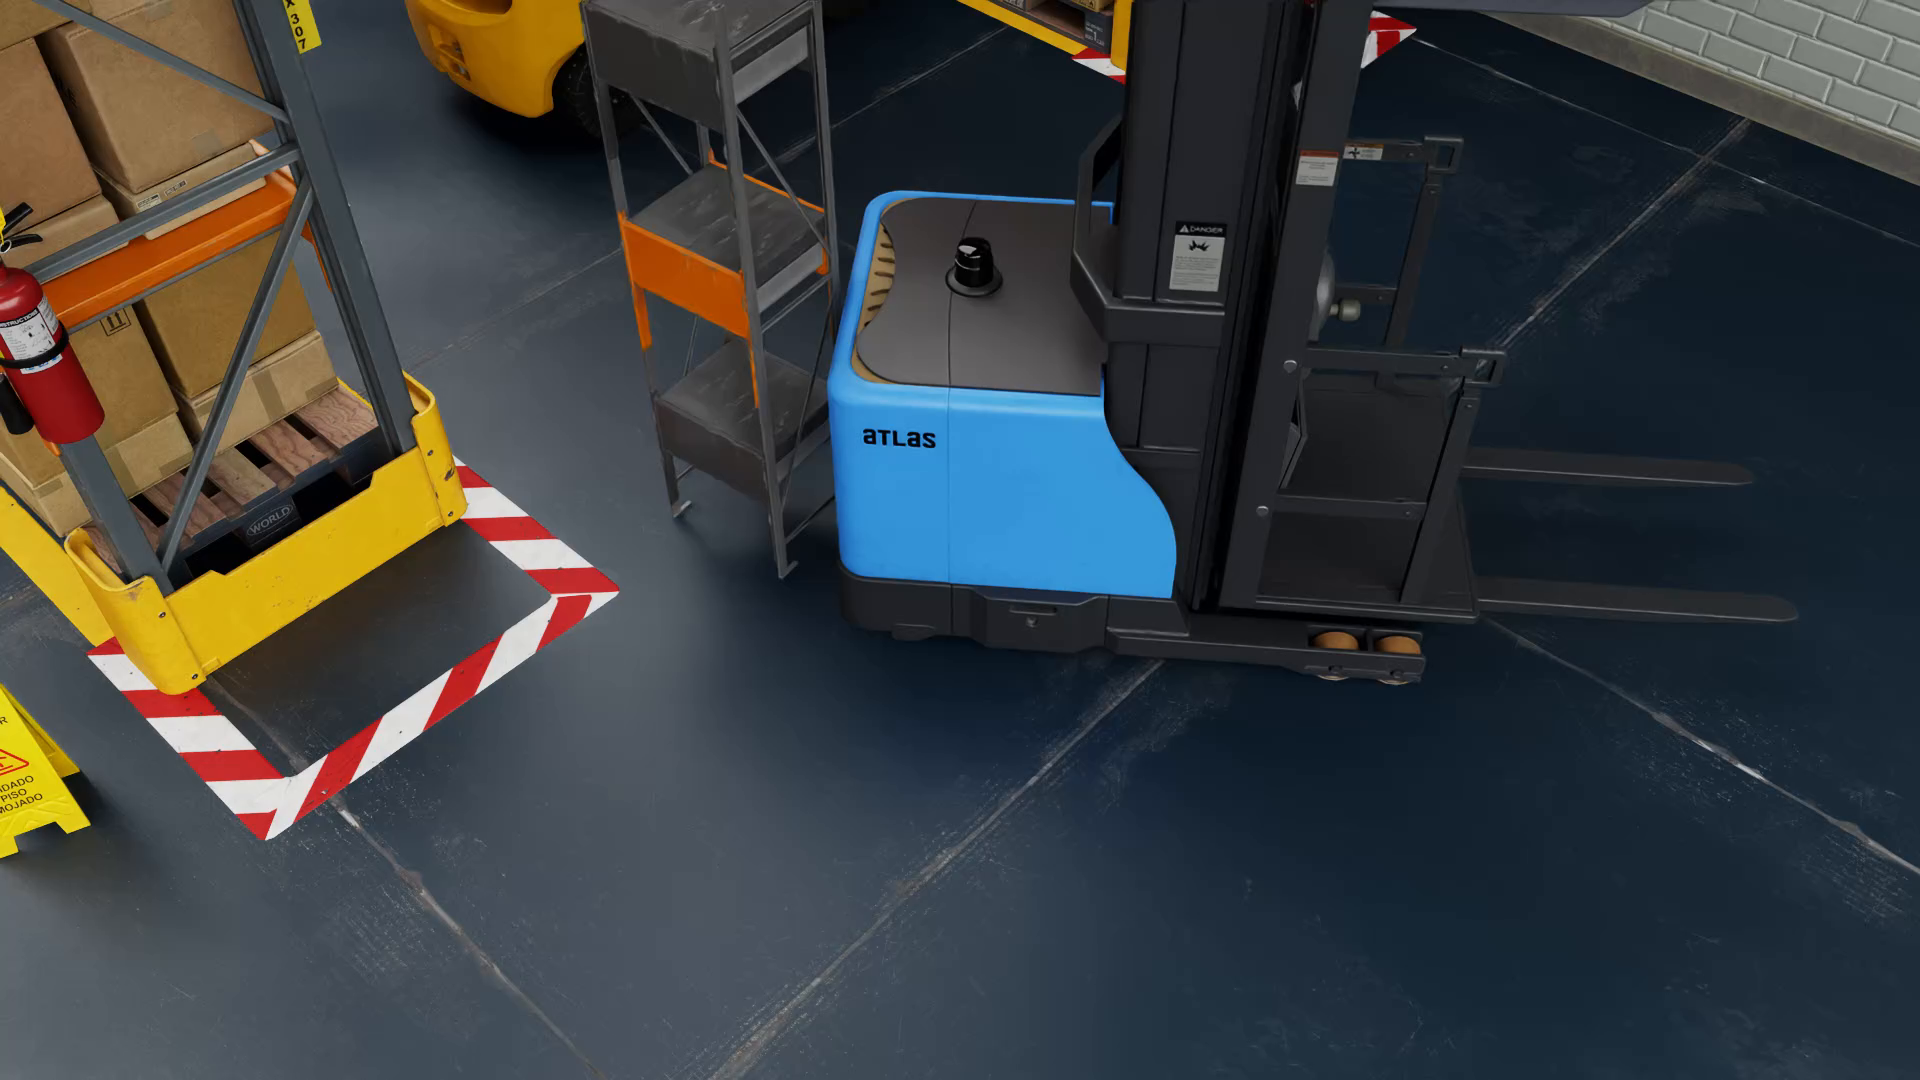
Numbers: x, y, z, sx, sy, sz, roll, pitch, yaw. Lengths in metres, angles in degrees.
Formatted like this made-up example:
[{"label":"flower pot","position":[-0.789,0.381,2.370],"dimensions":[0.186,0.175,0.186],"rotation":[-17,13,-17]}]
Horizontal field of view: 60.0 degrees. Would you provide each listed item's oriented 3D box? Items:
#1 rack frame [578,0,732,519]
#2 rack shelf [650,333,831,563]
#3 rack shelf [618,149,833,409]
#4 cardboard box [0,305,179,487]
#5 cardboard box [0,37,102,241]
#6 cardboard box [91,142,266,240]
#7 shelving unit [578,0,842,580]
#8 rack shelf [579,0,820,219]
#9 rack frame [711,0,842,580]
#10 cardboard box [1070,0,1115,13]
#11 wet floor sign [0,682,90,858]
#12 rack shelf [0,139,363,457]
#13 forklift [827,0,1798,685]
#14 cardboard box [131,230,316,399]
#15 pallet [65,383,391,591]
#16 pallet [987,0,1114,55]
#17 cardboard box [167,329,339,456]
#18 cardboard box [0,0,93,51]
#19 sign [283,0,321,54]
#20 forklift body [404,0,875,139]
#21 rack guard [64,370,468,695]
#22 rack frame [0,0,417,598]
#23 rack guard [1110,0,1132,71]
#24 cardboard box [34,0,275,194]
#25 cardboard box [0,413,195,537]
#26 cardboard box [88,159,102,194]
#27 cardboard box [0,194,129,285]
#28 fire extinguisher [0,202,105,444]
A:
[{"label":"rack frame","position":[-0.887,-0.914,5.168],"dimensions":[0.015,2.100,0.400],"rotation":[28,53,24]},{"label":"rack shelf","position":[-0.689,-0.321,5.590],"dimensions":[0.480,0.518,0.431],"rotation":[28,53,24]},{"label":"rack shelf","position":[-0.689,-0.800,5.080],"dimensions":[0.480,0.518,0.431],"rotation":[28,53,24]},{"label":"cardboard box","position":[-2.940,-0.590,5.330],"dimensions":[0.500,0.500,0.500],"rotation":[34,56,28]},{"label":"cardboard box","position":[-2.760,-1.131,4.482],"dimensions":[0.500,0.500,0.500],"rotation":[33,55,27]},{"label":"cardboard box","position":[-2.283,-1.067,4.867],"dimensions":[0.250,0.149,0.380],"rotation":[34,55,28]},{"label":"shelving unit","position":[-0.689,-0.810,5.070],"dimensions":[0.503,2.100,0.431],"rotation":[28,53,24]},{"label":"rack shelf","position":[-0.689,-1.279,4.570],"dimensions":[0.480,0.518,0.431],"rotation":[28,53,24]},{"label":"rack frame","position":[-0.491,-0.706,4.972],"dimensions":[0.015,2.100,0.400],"rotation":[28,53,24]},{"label":"cardboard box","position":[0.630,-2.801,7.920],"dimensions":[0.500,0.250,0.500],"rotation":[34,56,28]},{"label":"wet floor sign","position":[-2.760,0.599,4.745],"dimensions":[0.267,0.644,0.232],"rotation":[-21,50,-18]},{"label":"rack shelf","position":[-3.644,-1.617,5.704],"dimensions":[4.000,0.370,1.077],"rotation":[34,55,28]},{"label":"forklift","position":[1.153,-0.950,4.631],"dimensions":[3.031,2.935,1.130],"rotation":[4,47,4]},{"label":"cardboard box","position":[-2.597,-0.892,5.614],"dimensions":[0.500,0.500,0.500],"rotation":[32,55,27]},{"label":"pallet","position":[-2.803,-0.378,5.960],"dimensions":[1.213,0.211,1.003],"rotation":[34,55,28]},{"label":"pallet","position":[0.599,-2.936,8.362],"dimensions":[1.213,0.211,1.003],"rotation":[34,55,28]},{"label":"cardboard box","position":[-2.579,-0.624,5.876],"dimensions":[0.500,0.250,0.500],"rotation":[33,55,27]},{"label":"cardboard box","position":[-2.698,-1.488,4.131],"dimensions":[0.500,0.500,0.700],"rotation":[33,55,27]},{"label":"sign","position":[-1.806,-1.461,4.471],"dimensions":[0.005,0.325,0.100],"rotation":[34,55,28]},{"label":"forklift body","position":[-1.441,-3.205,7.284],"dimensions":[1.214,2.155,2.313],"rotation":[34,55,28]},{"label":"rack guard","position":[-2.230,-0.056,5.460],"dimensions":[0.348,0.500,1.175],"rotation":[34,55,28]},{"label":"rack frame","position":[-2.174,-0.874,4.513],"dimensions":[0.127,3.000,1.000],"rotation":[34,55,28]},{"label":"rack guard","position":[1.207,-2.668,7.912],"dimensions":[0.348,0.500,1.175],"rotation":[34,55,28]},{"label":"cardboard box","position":[-2.334,-1.393,4.728],"dimensions":[0.500,0.500,0.500],"rotation":[33,55,27]},{"label":"cardboard box","position":[-2.968,-0.344,5.614],"dimensions":[0.500,0.250,0.500],"rotation":[34,55,28]},{"label":"cardboard box","position":[-2.479,-1.184,4.977],"dimensions":[0.250,0.149,0.380],"rotation":[35,56,28]},{"label":"cardboard box","position":[-2.594,-0.859,4.671],"dimensions":[0.250,0.149,0.380],"rotation":[36,56,29]},{"label":"fire extinguisher","position":[-2.403,-0.544,4.257],"dimensions":[0.183,0.674,0.296],"rotation":[34,55,28]}]
